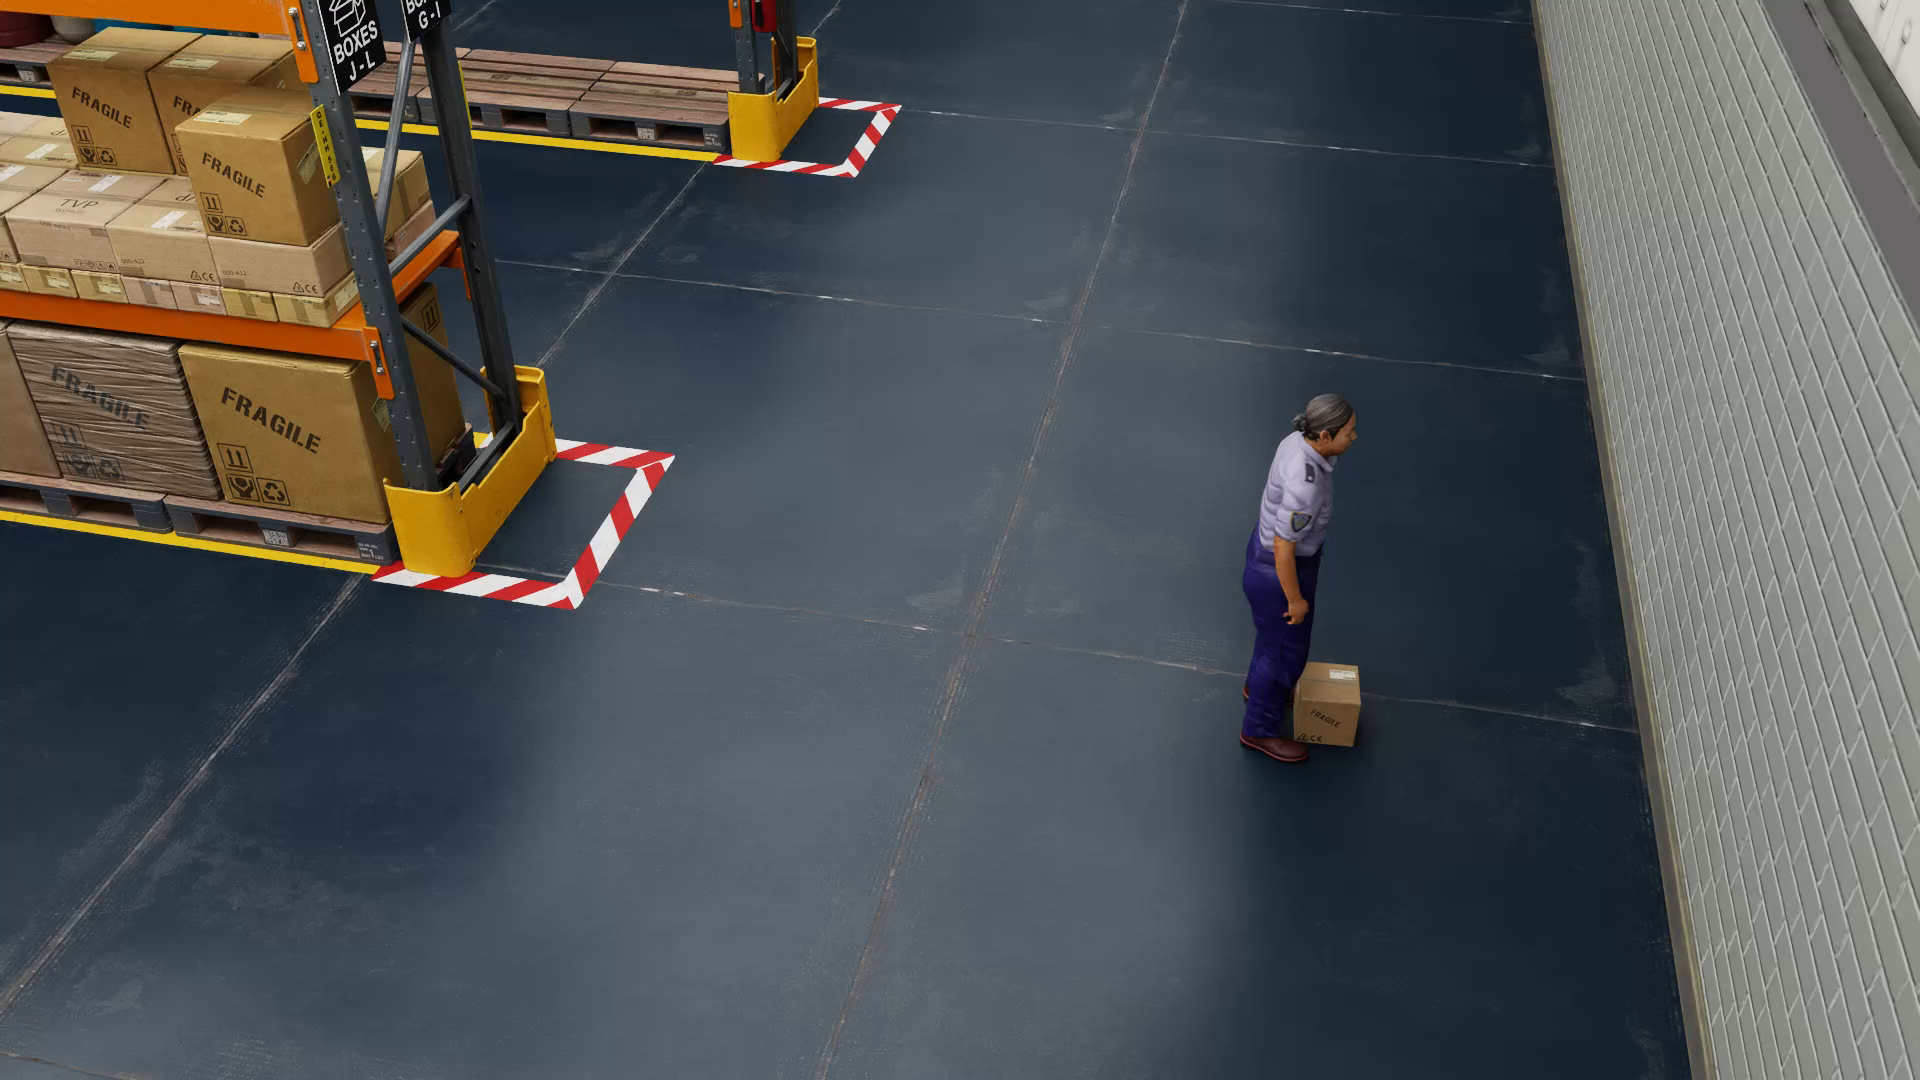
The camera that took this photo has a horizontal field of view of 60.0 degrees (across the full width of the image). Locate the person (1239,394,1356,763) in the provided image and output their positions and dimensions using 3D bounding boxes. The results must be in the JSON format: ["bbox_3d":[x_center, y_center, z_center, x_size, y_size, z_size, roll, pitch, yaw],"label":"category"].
[{"bbox_3d":[1.368,0.123,6.804,0.336,1.652,0.538,8,37,10],"label":"person"}]
